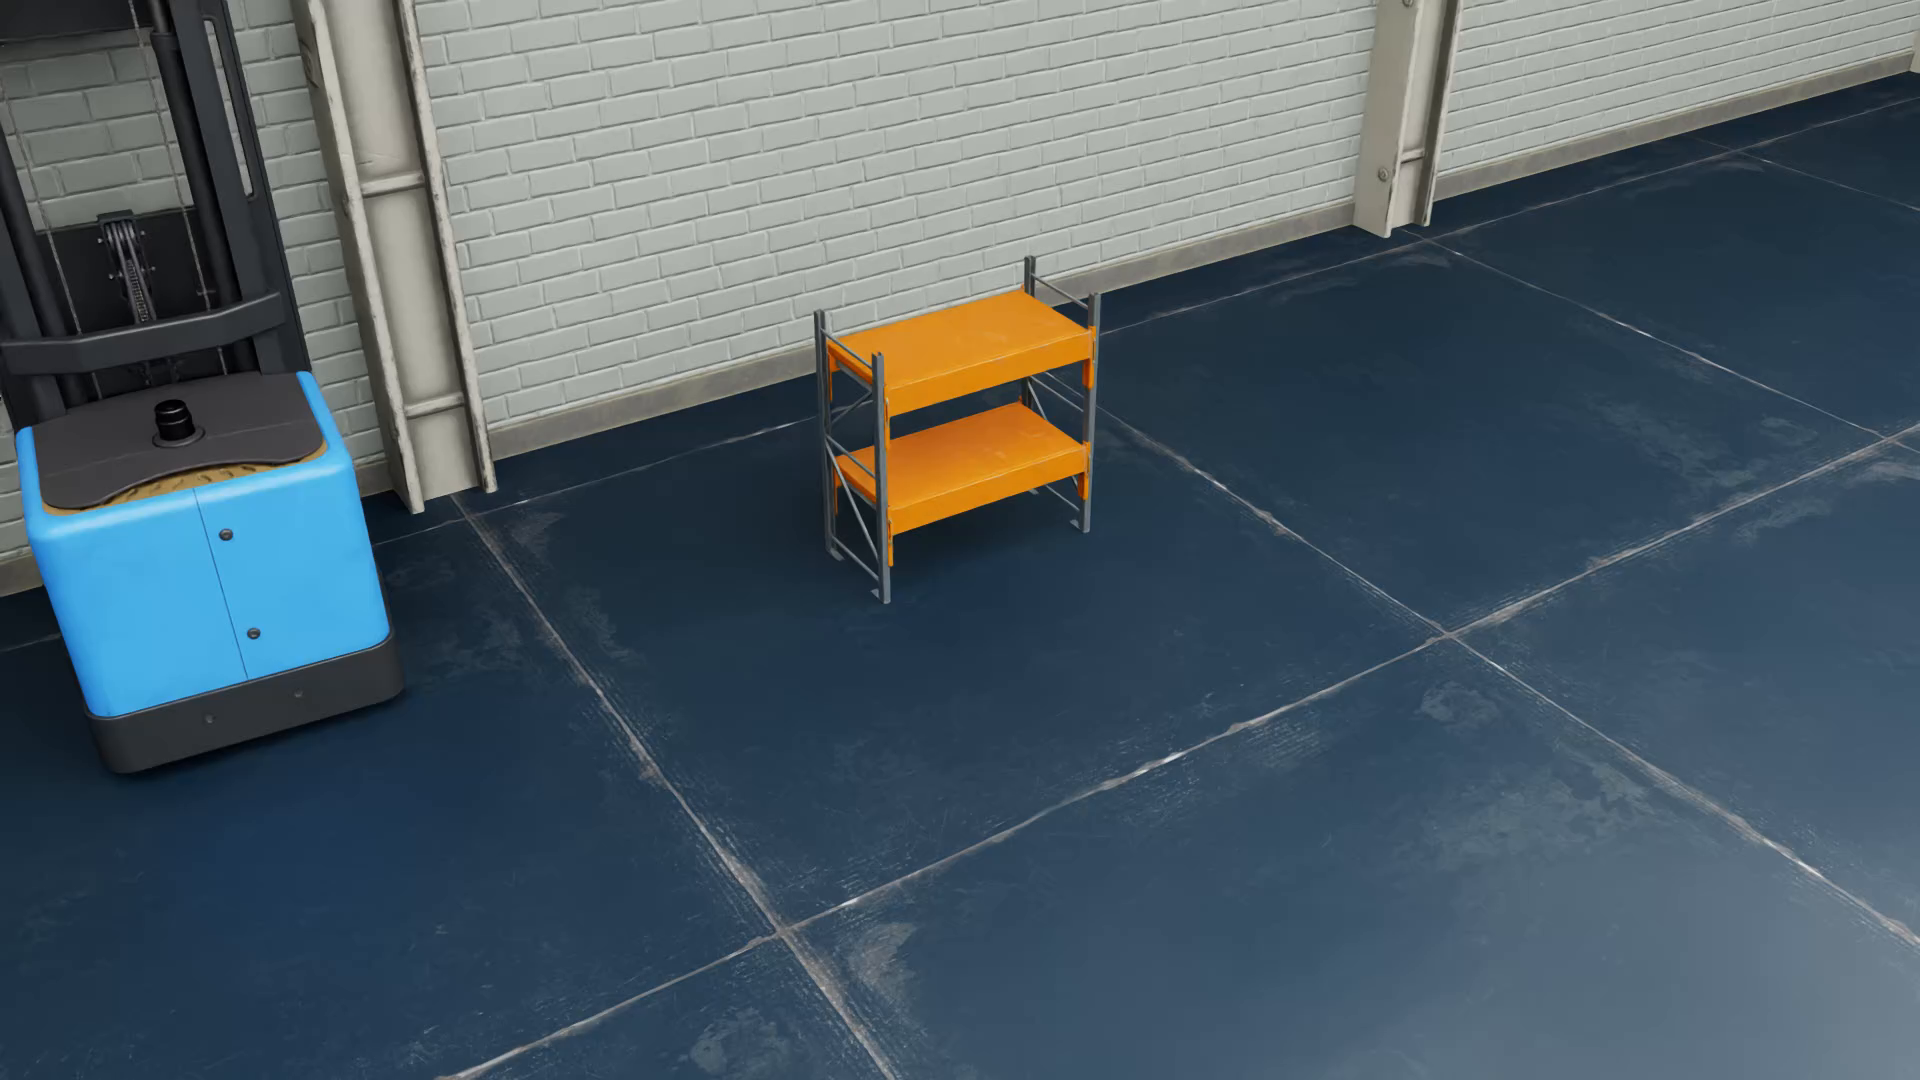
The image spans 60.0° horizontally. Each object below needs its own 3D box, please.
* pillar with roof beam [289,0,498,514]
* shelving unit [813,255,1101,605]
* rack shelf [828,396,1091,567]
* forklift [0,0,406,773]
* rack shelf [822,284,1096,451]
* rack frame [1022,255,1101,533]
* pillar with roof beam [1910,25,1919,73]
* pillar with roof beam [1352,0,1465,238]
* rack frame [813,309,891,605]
[{"bbox_3d":[-0.031,-2.115,2.169,0.400,9.000,9.100,-19,37,-27],"label":"pillar with roof beam"},{"bbox_3d":[-0.006,-0.474,6.947,1.048,1.125,0.538,-19,37,-27],"label":"shelving unit"},{"bbox_3d":[-0.006,-0.267,7.077,1.000,0.278,0.538,-19,37,-27],"label":"rack shelf"},{"bbox_3d":[-3.224,-1.185,6.382,1.130,2.935,3.031,-16,36,-24],"label":"forklift"},{"bbox_3d":[-0.006,-0.721,6.791,1.000,0.278,0.538,-19,37,-27],"label":"rack shelf"},{"bbox_3d":[0.422,-0.621,7.180,0.032,1.125,0.500,-19,37,-27],"label":"rack frame"},{"bbox_3d":[10.055,-5.584,7.668,0.400,9.000,9.100,-19,37,-27],"label":"pillar with roof beam"},{"bbox_3d":[5.012,-3.850,4.918,0.400,9.000,9.100,-19,37,-27],"label":"pillar with roof beam"},{"bbox_3d":[-0.433,-0.327,6.714,0.032,1.125,0.500,-19,37,-27],"label":"rack frame"}]
